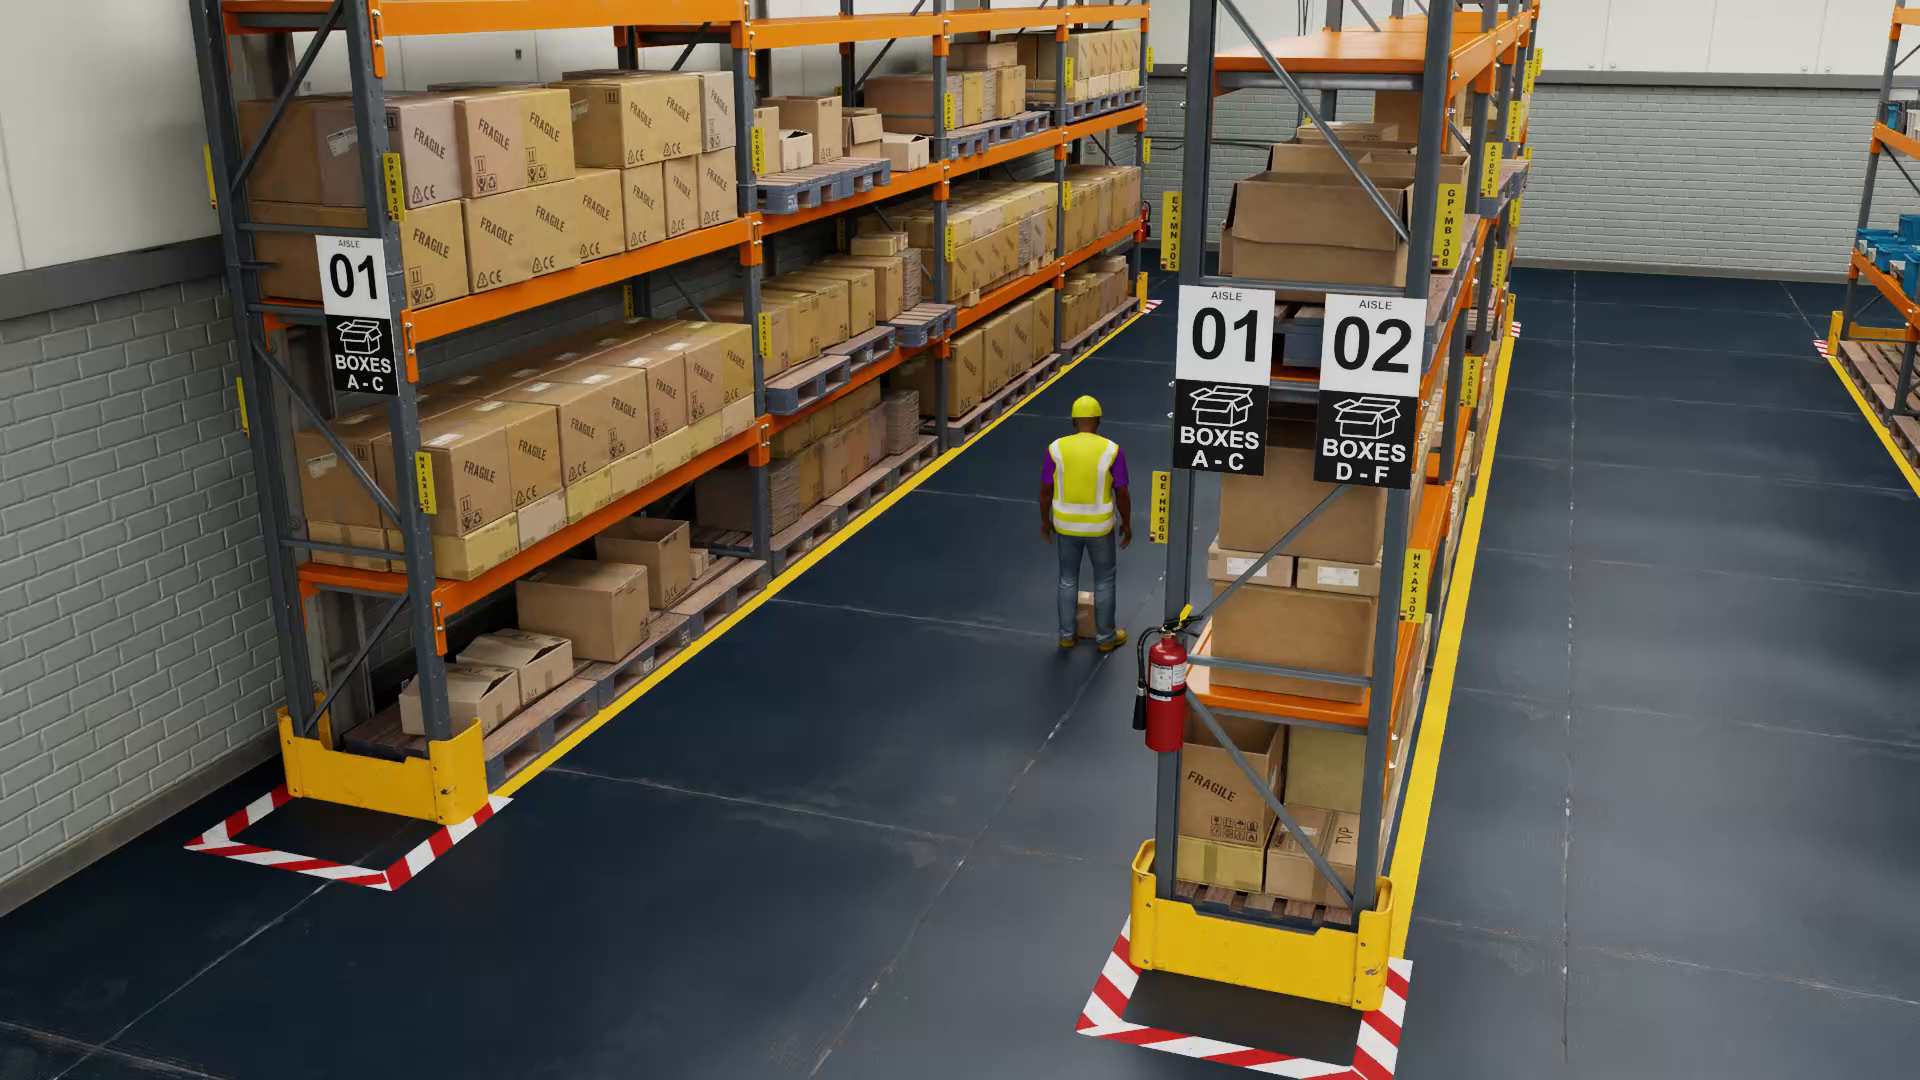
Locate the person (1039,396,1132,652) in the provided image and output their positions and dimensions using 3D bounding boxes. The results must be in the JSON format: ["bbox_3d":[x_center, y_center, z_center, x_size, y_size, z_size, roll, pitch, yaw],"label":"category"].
[{"bbox_3d":[0.860,-0.112,11.376,0.632,1.755,0.461,5,19,15],"label":"person"}]
